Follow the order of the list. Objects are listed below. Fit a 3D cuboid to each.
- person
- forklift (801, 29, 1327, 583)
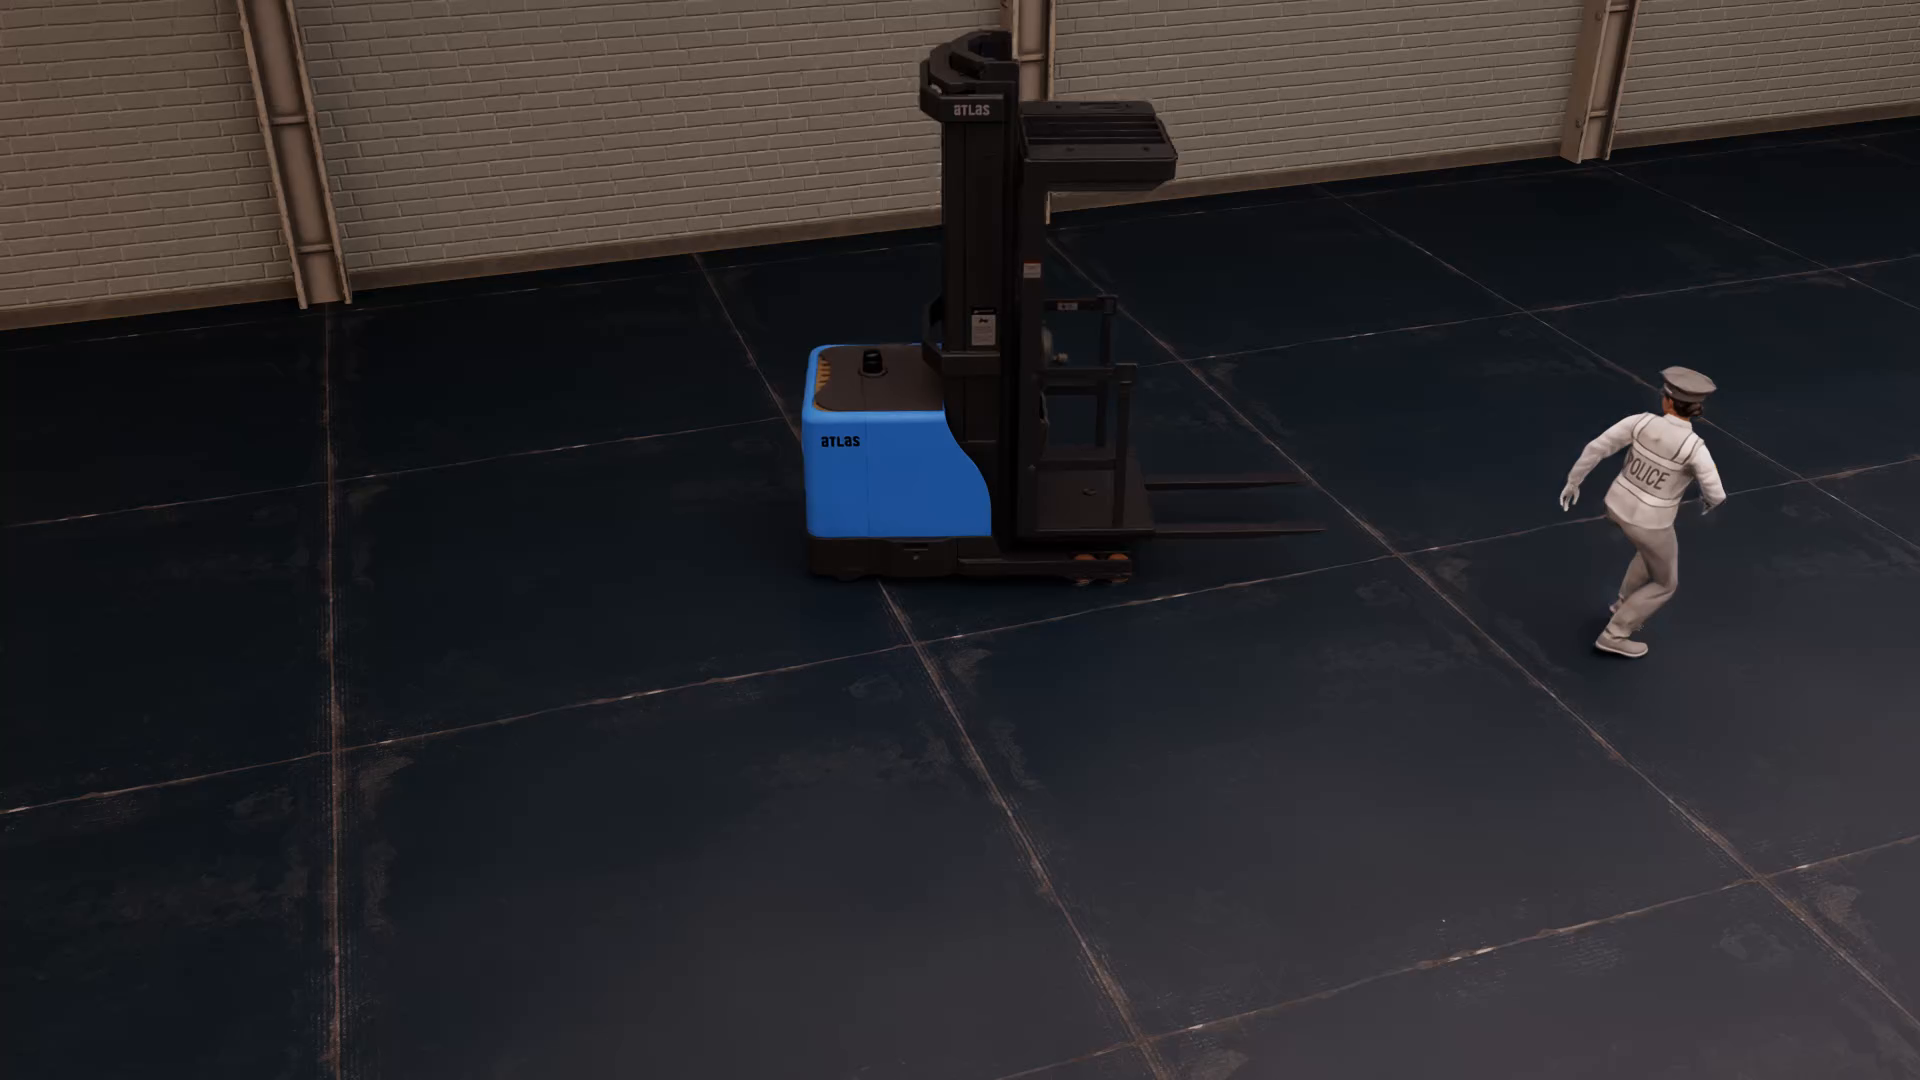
[{"bbox_3d":[3.584,-0.115,8.673,0.706,1.637,0.617,-10,31,-17],"label":"person"},{"bbox_3d":[0.616,-1.286,9.321,3.031,2.935,1.130,-1,30,-1],"label":"forklift"}]
